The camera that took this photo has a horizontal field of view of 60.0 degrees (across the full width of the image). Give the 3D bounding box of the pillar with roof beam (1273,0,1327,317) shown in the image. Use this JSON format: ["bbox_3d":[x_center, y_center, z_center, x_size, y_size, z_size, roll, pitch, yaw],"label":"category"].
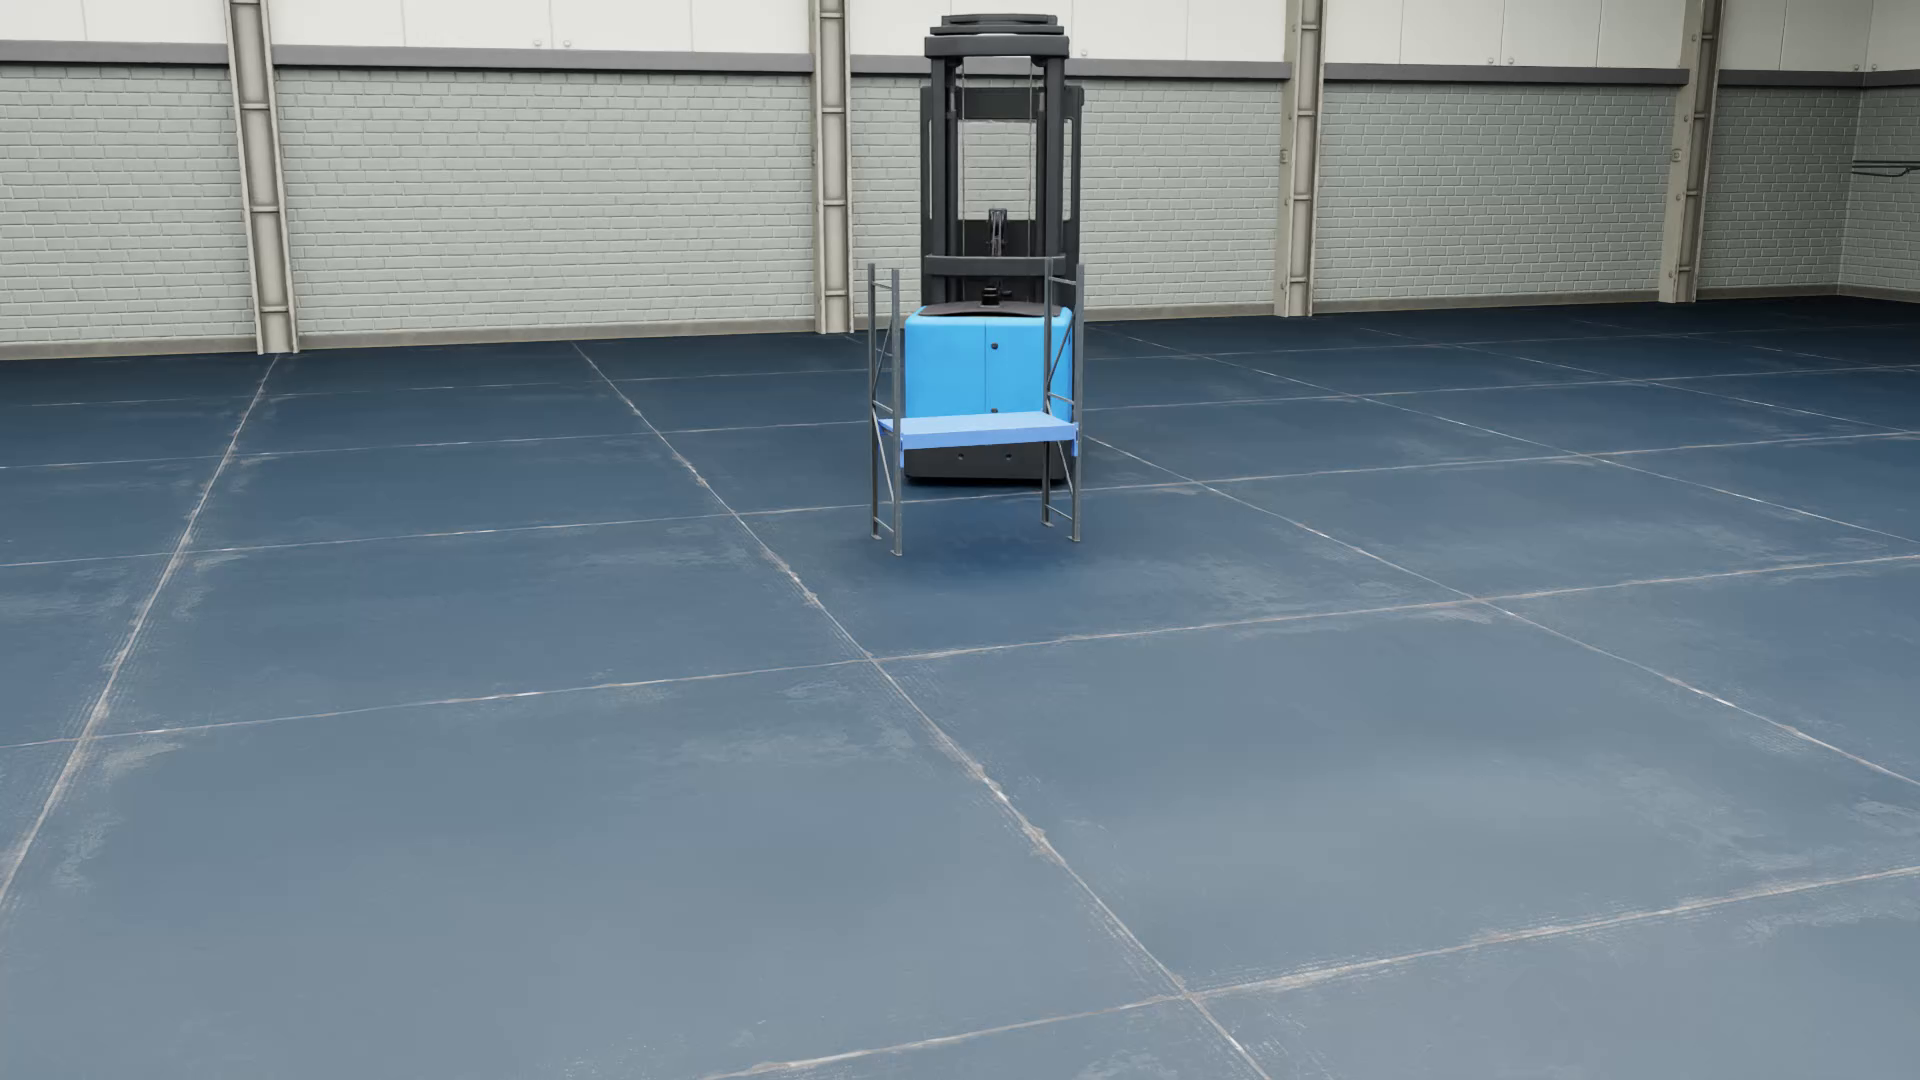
[{"bbox_3d":[5.604,-6.293,16.153,0.400,9.000,9.100,-4,14,-18],"label":"pillar with roof beam"}]

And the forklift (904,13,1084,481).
[{"bbox_3d":[0.297,-2.093,11.607,1.130,2.935,3.031,1,13,5],"label":"forklift"}]

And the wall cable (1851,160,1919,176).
[{"bbox_3d":[13.131,-6.097,22.039,0.112,2.526,3.097,-4,14,-18],"label":"wall cable"}]

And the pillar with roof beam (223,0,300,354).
[{"bbox_3d":[-5.770,-5.407,12.430,0.400,9.000,9.100,-4,14,-18],"label":"pillar with roof beam"}]

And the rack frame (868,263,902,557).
[{"bbox_3d":[-0.401,-0.698,8.838,0.032,1.500,0.500,-4,14,-18],"label":"rack frame"}]

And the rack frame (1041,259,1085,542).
[{"bbox_3d":[0.563,-0.773,9.153,0.032,1.500,0.500,-4,14,-18],"label":"rack frame"}]

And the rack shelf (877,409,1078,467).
[{"bbox_3d":[0.081,-0.561,9.037,1.000,0.185,0.538,-4,14,-18],"label":"rack shelf"}]

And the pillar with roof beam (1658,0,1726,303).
[{"bbox_3d":[11.290,-6.736,18.015,0.400,9.000,9.100,-4,14,-18],"label":"pillar with roof beam"}]

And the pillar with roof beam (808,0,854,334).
[{"bbox_3d":[-0.083,-5.850,14.292,0.400,9.000,9.100,-4,14,-18],"label":"pillar with roof beam"}]

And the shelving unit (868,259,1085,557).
[{"bbox_3d":[0.081,-0.736,8.996,1.048,1.500,0.538,-4,14,-18],"label":"shelving unit"}]
